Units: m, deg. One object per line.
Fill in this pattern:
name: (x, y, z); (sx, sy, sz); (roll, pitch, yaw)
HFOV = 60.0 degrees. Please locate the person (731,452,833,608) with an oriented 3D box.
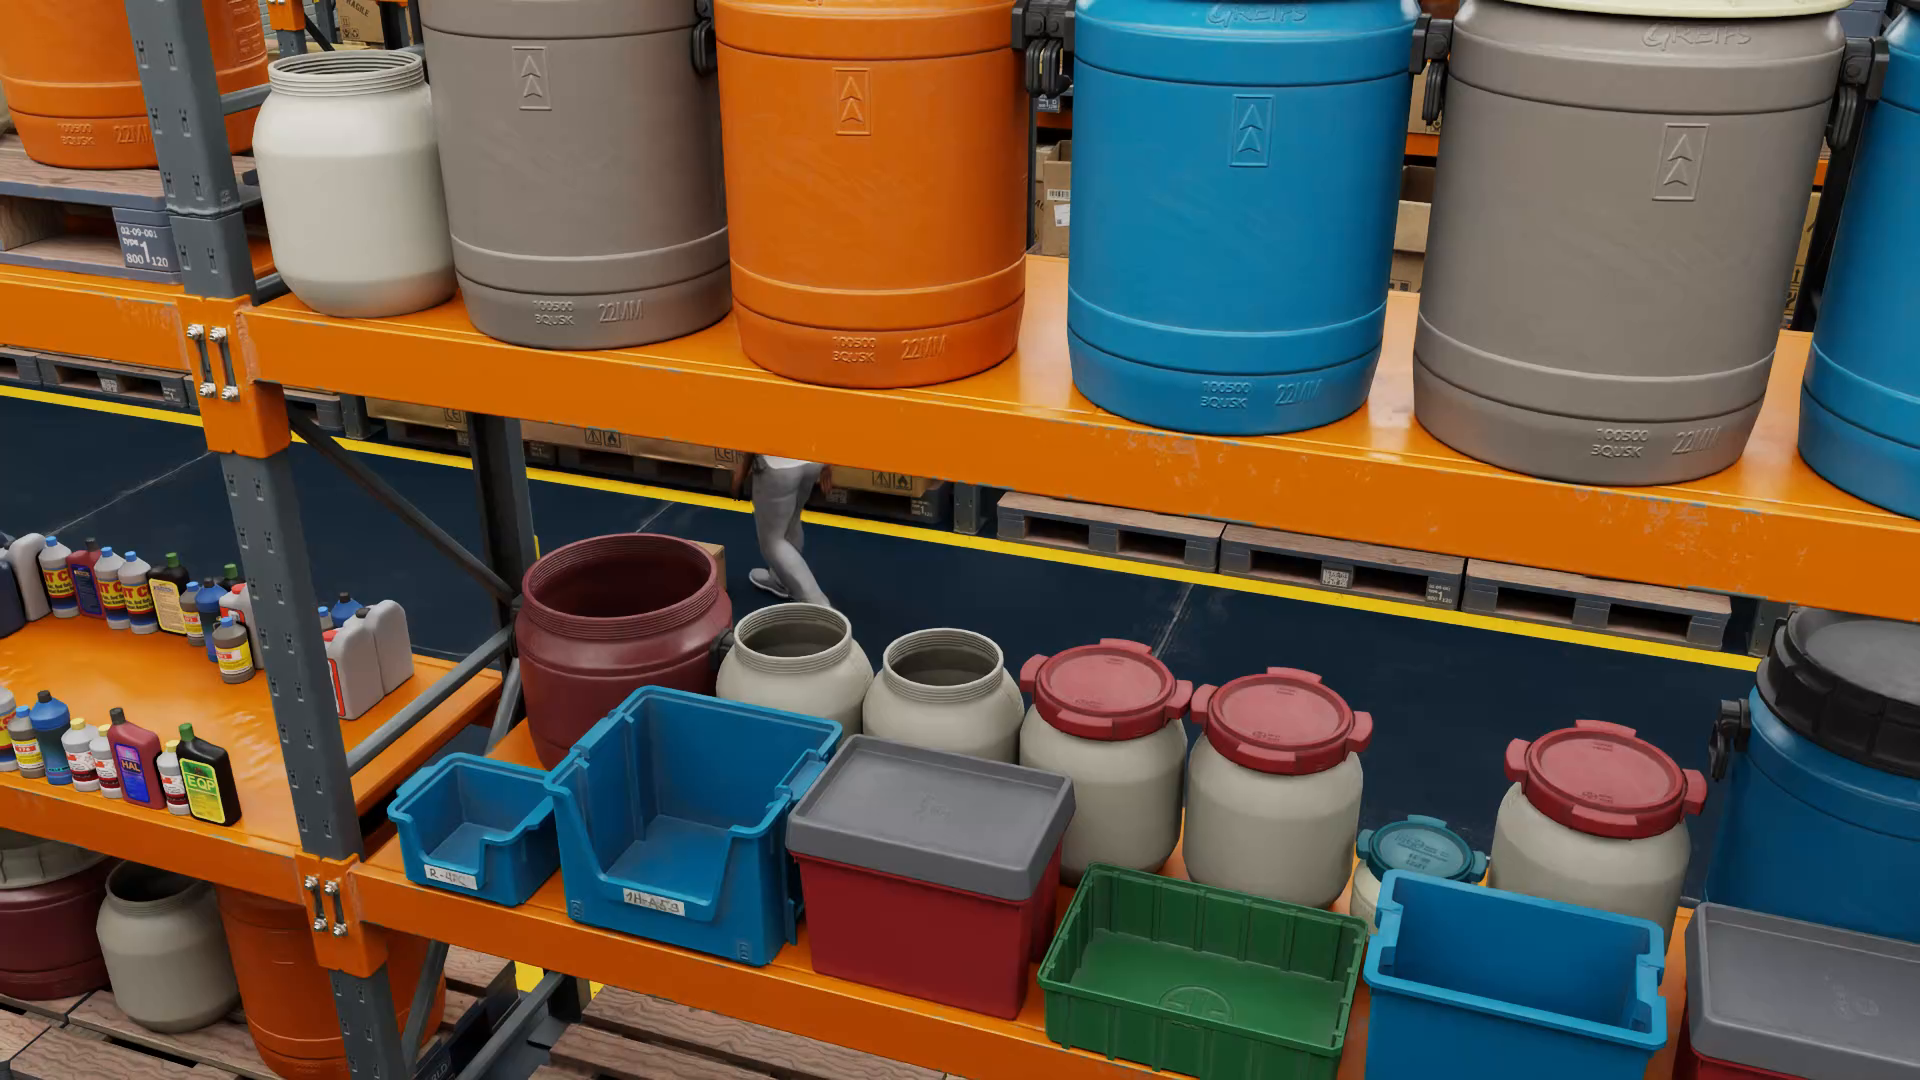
person: (-0.842, -0.377, 7.860); (0.787, 1.645, 0.463); (17, 31, 31)
